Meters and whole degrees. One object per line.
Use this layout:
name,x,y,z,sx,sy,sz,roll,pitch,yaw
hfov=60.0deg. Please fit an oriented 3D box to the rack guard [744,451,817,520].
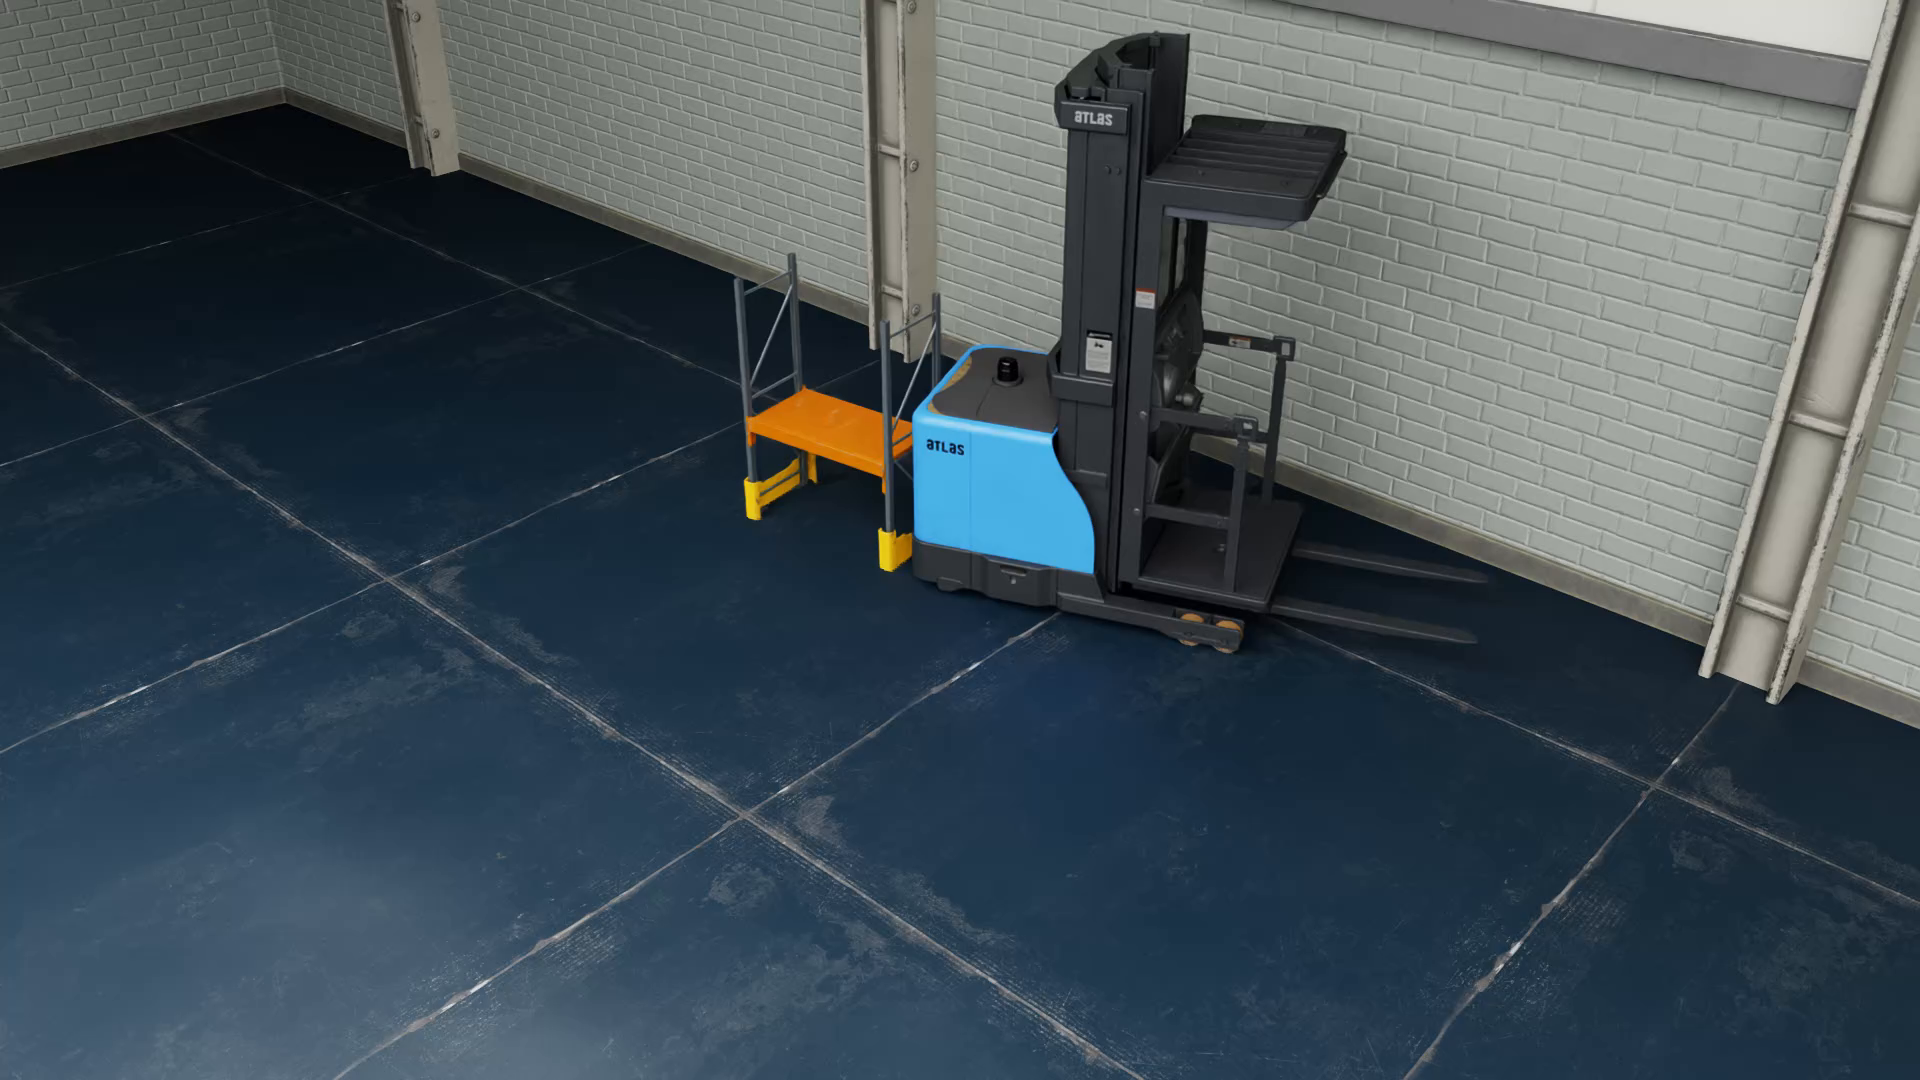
rack guard,-1.078,-0.356,10.043,0.087,0.250,0.587,20,36,29

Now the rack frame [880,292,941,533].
rack frame,-0.261,-0.596,9.231,0.032,1.500,0.500,20,36,29

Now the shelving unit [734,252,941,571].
shelving unit,-0.670,-0.744,9.476,1.083,1.500,0.587,20,36,29

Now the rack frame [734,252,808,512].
rack frame,-1.094,-0.897,9.731,0.032,1.500,0.500,20,36,29

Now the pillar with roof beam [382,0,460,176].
pillar with roof beam,-7.744,-5.662,10.375,0.400,9.000,9.100,25,39,35

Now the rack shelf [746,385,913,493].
rack shelf,-0.677,-0.593,9.573,1.000,0.185,0.538,20,36,29

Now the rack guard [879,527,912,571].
rack guard,-0.262,-0.061,9.554,0.087,0.250,0.587,20,36,29

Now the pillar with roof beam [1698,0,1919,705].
pillar with roof beam,1.153,-1.509,3.477,0.400,9.000,9.100,25,39,35

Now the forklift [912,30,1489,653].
forklift,1.306,-0.975,8.472,3.031,2.935,1.130,11,33,17

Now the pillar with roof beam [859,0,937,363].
pillar with roof beam,-3.295,-3.586,6.926,0.400,9.000,9.100,25,39,35
